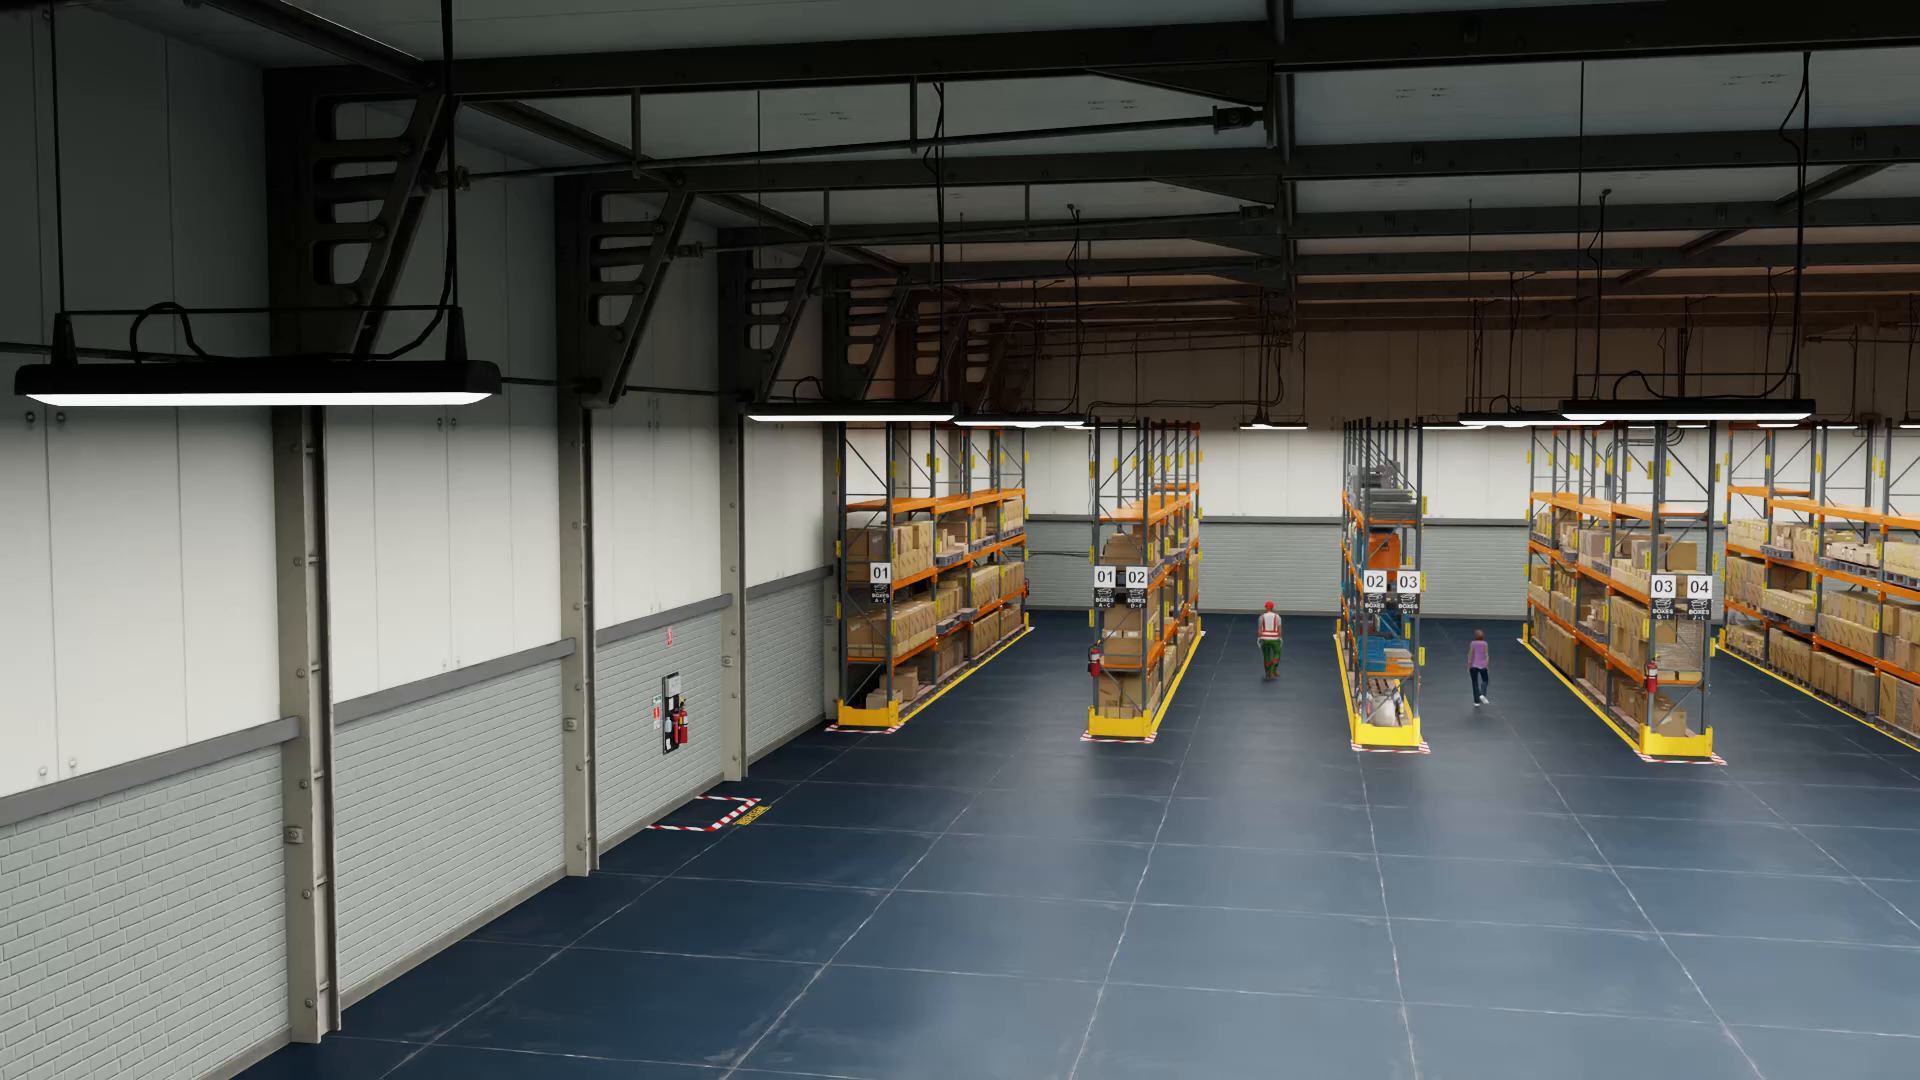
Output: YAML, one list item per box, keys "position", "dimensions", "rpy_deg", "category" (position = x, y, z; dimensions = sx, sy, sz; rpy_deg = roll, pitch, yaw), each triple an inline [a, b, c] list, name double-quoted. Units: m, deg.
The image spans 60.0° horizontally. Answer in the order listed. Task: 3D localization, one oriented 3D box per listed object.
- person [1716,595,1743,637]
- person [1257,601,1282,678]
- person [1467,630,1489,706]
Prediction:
- position: [21.432, 1.895, 46.182]
  dimensions: [0.941, 1.638, 0.497]
  rpy_deg: [0, 4, -4]
  category: "person"
- position: [7.221, 2.324, 38.741]
  dimensions: [0.574, 1.788, 0.537]
  rpy_deg: [1, 4, 15]
  category: "person"
- position: [10.809, 2.675, 34.694]
  dimensions: [0.434, 1.597, 0.441]
  rpy_deg: [1, 4, 13]
  category: "person"
